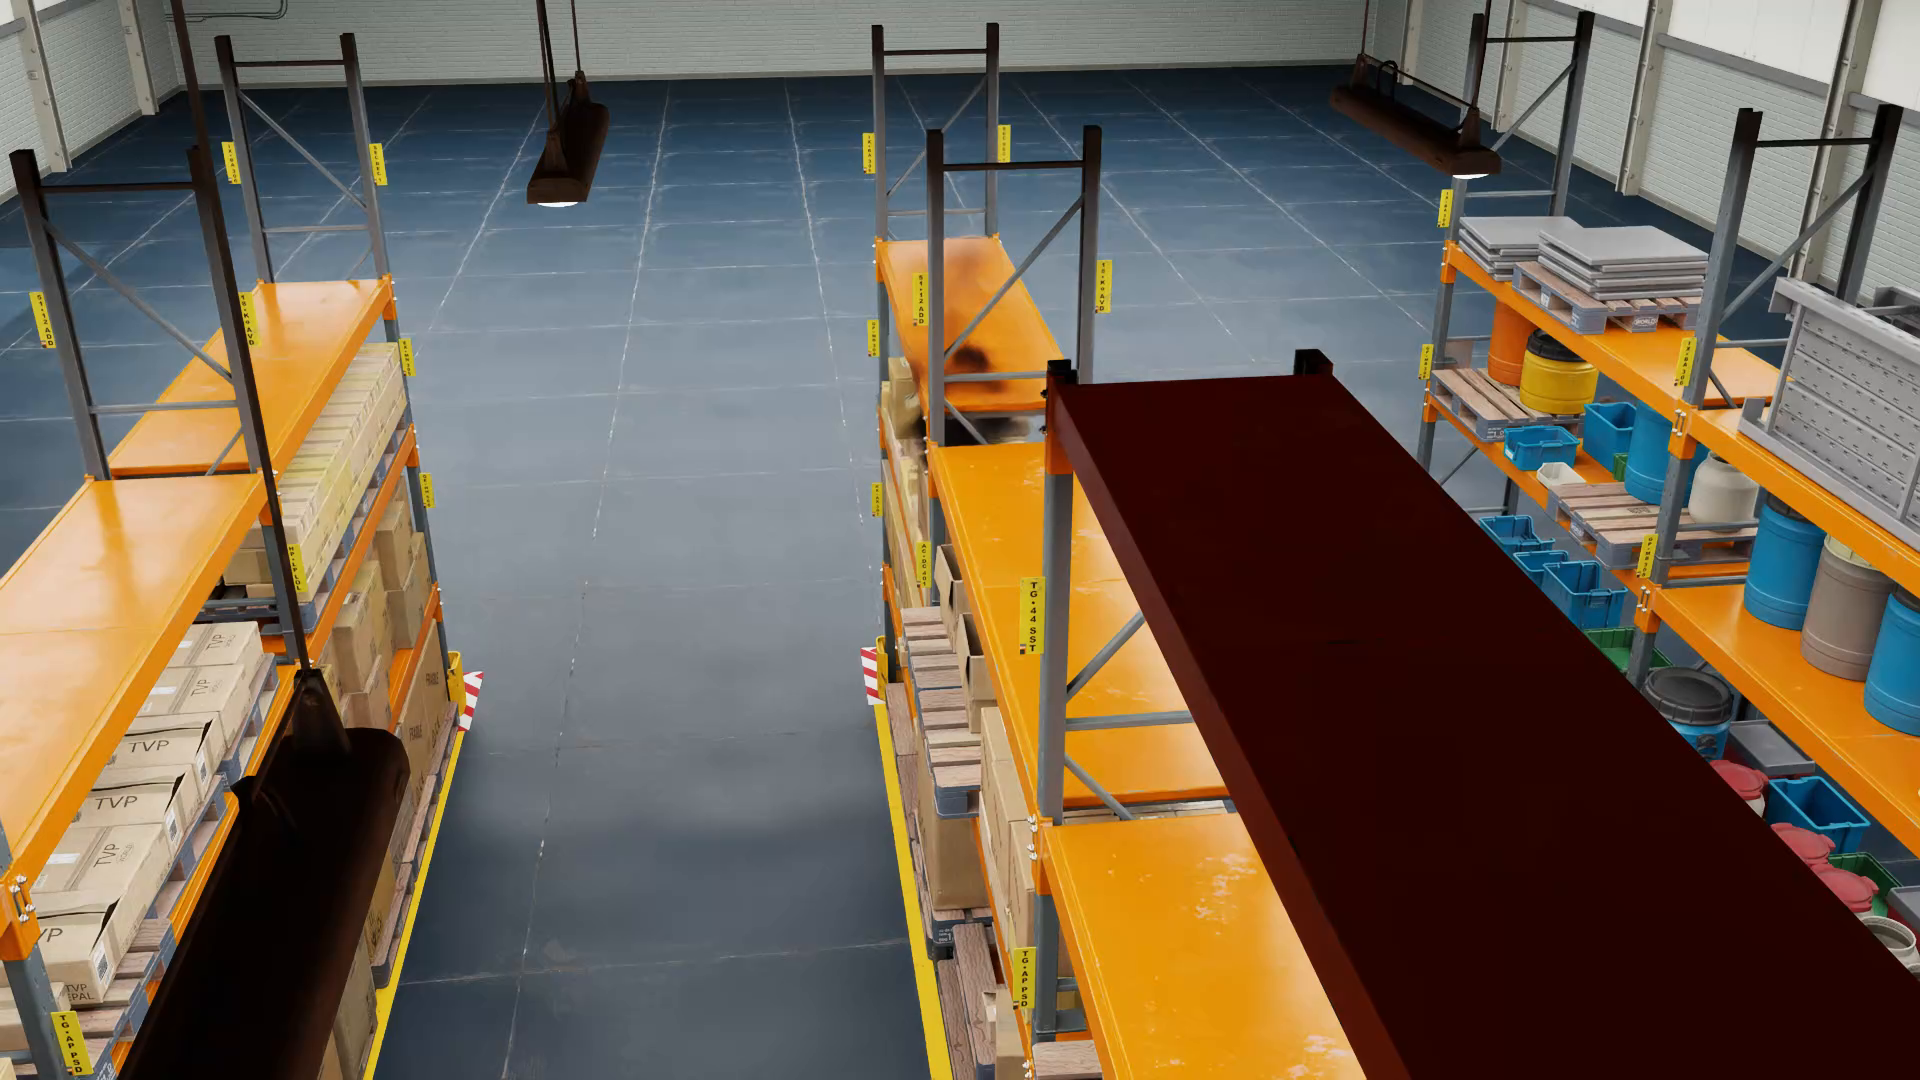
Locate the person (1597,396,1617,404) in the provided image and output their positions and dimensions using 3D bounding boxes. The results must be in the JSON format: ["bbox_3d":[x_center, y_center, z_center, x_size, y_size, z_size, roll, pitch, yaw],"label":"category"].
[{"bbox_3d":[7.026,-0.847,18.440,0.672,1.590,0.504,6,26,12],"label":"person"}]
